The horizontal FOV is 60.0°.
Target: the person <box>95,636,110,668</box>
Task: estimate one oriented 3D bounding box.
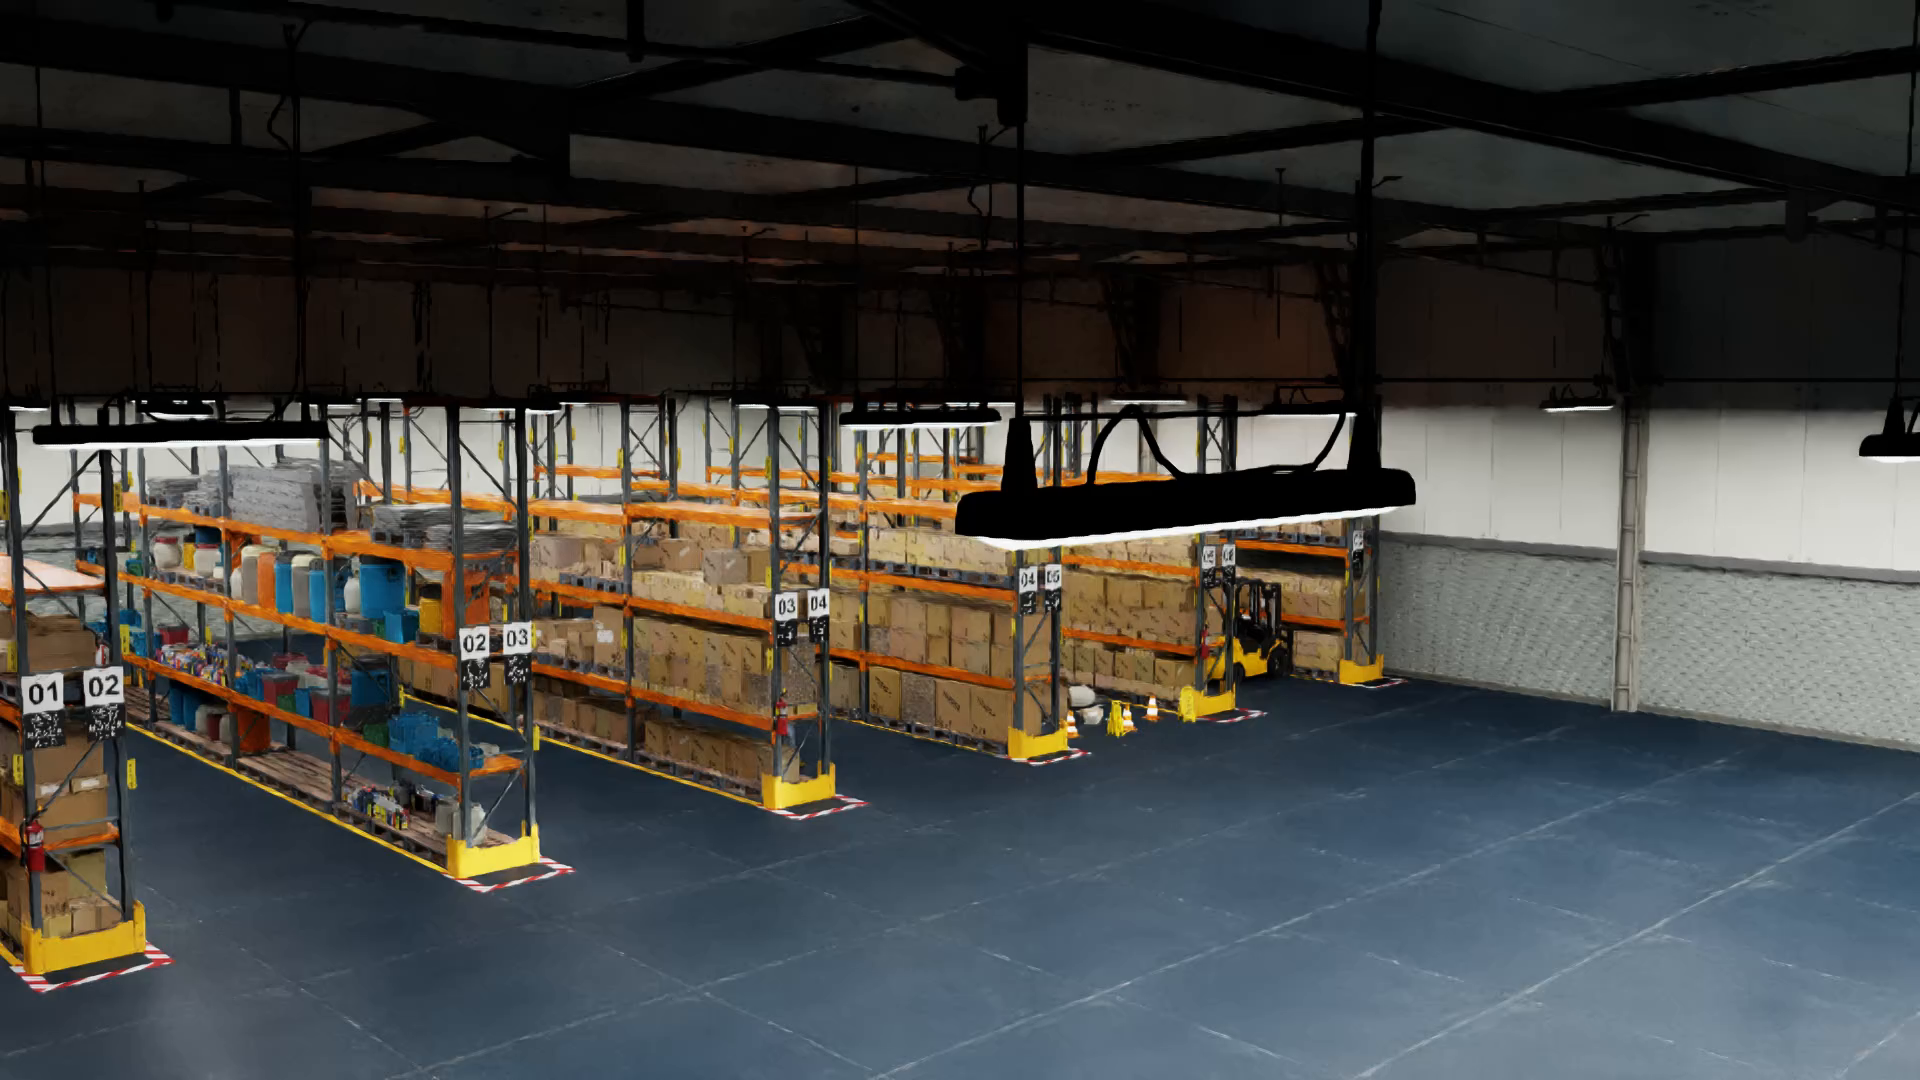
[{"bbox_3d":[-15.881,2.520,30.596,0.594,1.735,0.988,-2,6,-23],"label":"person"}]

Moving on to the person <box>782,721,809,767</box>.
[{"bbox_3d":[-2.782,2.841,27.305,0.591,1.716,1.042,-5,8,-44],"label":"person"}]
